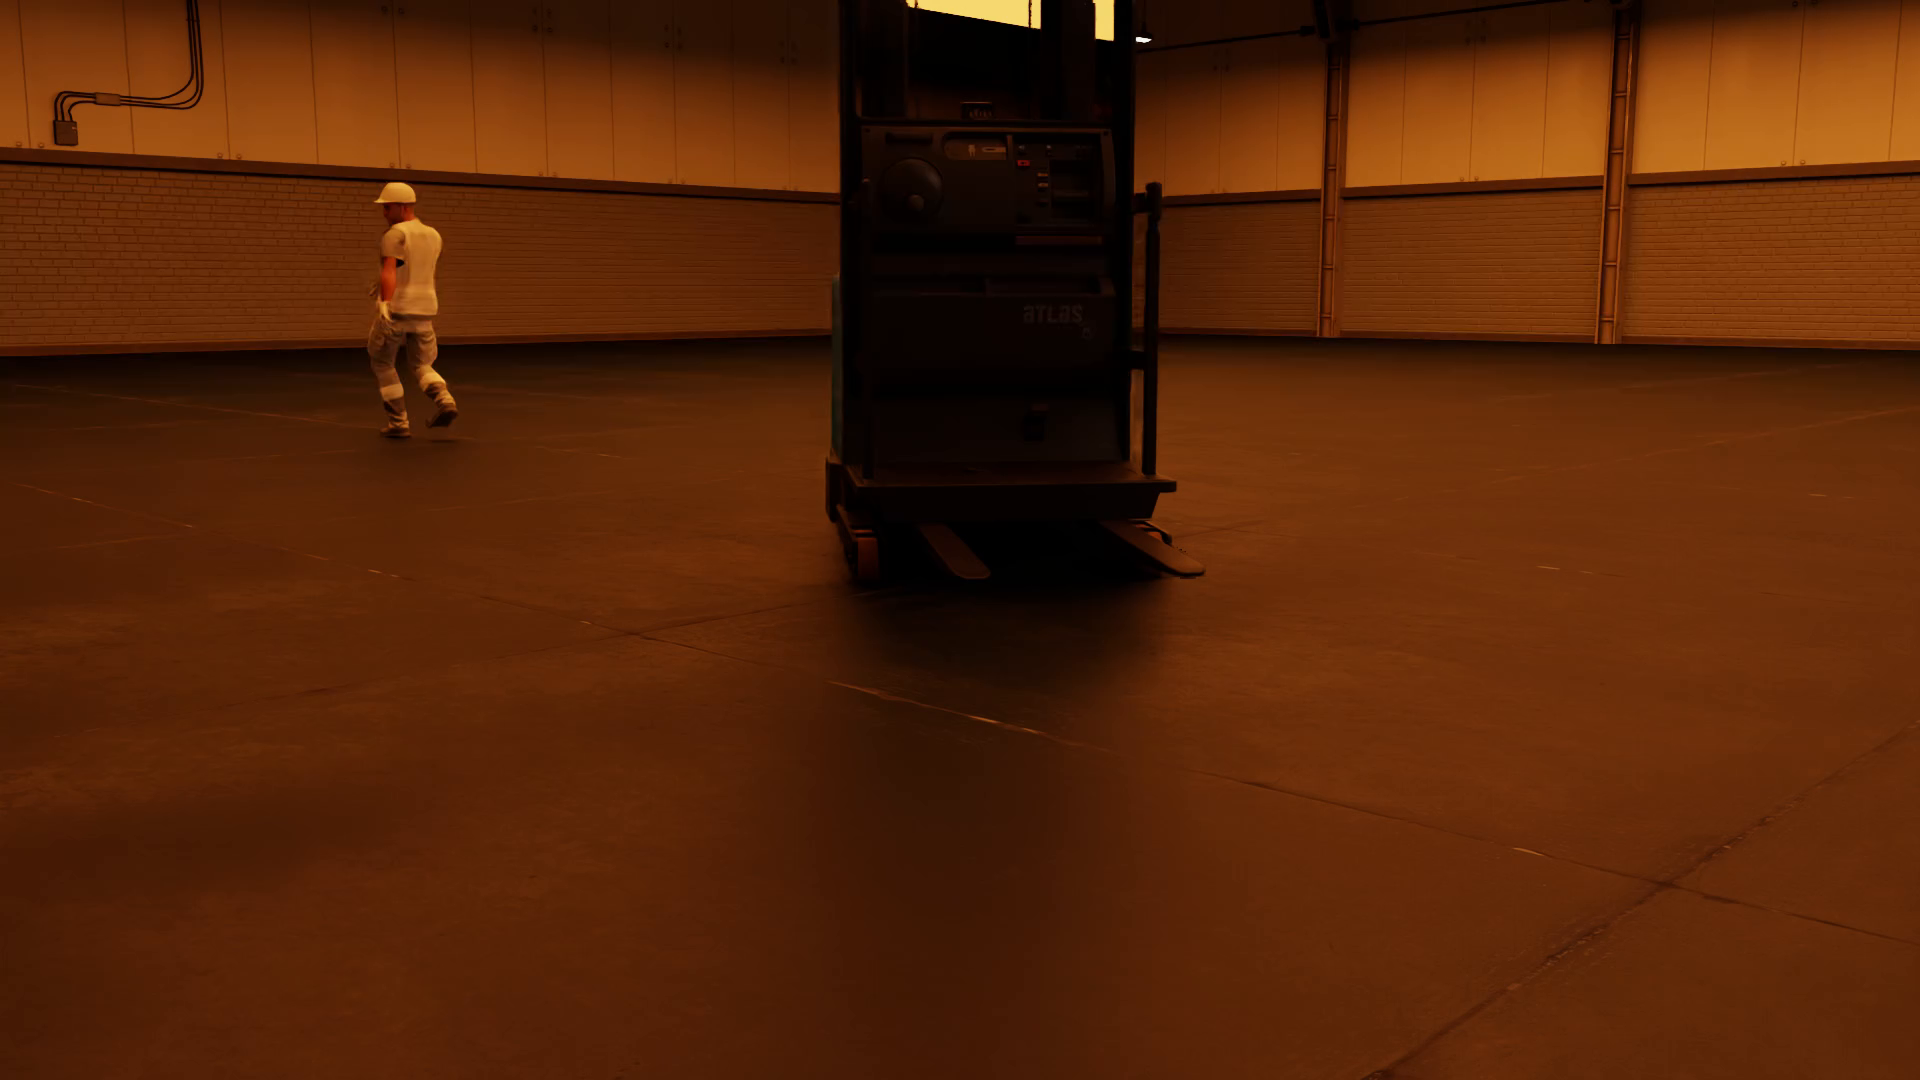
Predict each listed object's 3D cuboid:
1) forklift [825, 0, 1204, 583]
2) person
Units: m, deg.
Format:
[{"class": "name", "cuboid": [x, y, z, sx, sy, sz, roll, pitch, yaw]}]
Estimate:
[{"class": "forklift", "cuboid": [0.135, -1.353, 5.862, 1.130, 2.935, 3.031, -1, 9, -8]}, {"class": "person", "cuboid": [-3.737, -1.532, 11.172, 0.736, 1.709, 0.650, 8, 12, 43]}]
